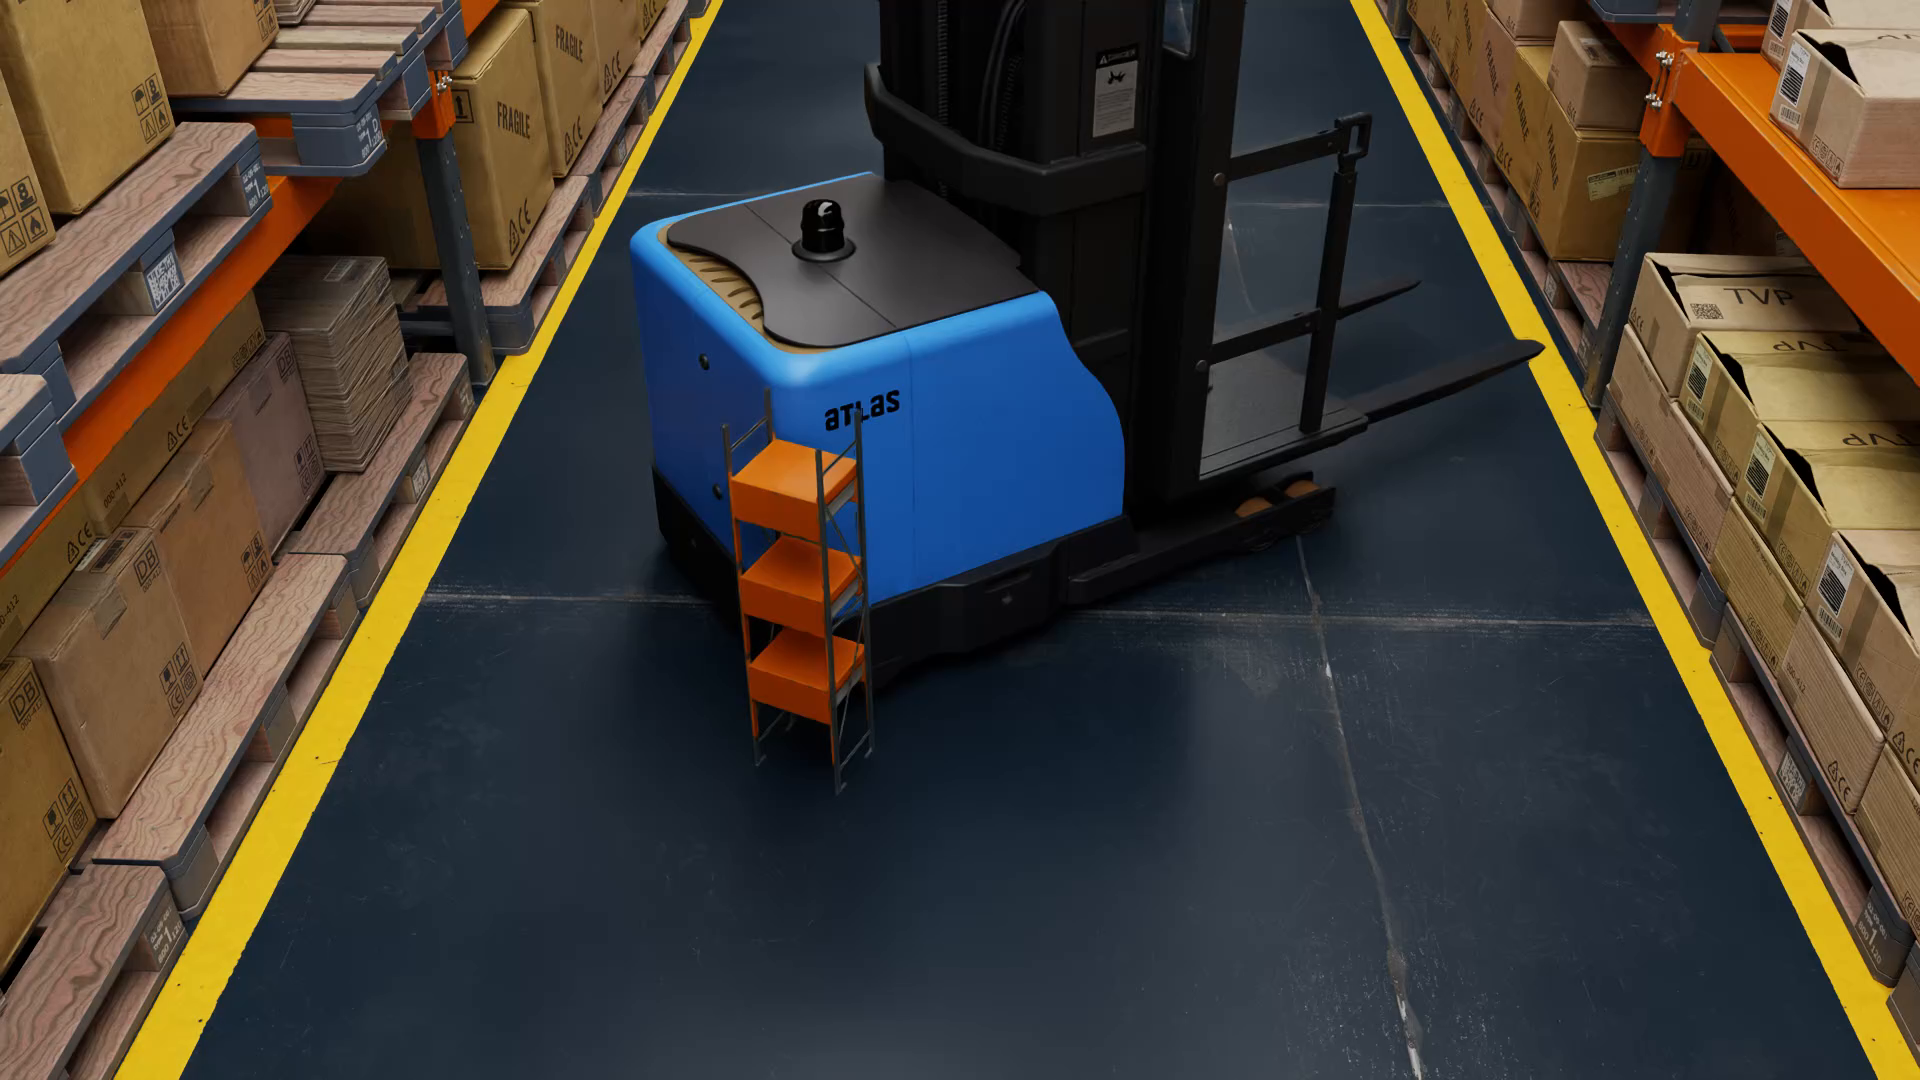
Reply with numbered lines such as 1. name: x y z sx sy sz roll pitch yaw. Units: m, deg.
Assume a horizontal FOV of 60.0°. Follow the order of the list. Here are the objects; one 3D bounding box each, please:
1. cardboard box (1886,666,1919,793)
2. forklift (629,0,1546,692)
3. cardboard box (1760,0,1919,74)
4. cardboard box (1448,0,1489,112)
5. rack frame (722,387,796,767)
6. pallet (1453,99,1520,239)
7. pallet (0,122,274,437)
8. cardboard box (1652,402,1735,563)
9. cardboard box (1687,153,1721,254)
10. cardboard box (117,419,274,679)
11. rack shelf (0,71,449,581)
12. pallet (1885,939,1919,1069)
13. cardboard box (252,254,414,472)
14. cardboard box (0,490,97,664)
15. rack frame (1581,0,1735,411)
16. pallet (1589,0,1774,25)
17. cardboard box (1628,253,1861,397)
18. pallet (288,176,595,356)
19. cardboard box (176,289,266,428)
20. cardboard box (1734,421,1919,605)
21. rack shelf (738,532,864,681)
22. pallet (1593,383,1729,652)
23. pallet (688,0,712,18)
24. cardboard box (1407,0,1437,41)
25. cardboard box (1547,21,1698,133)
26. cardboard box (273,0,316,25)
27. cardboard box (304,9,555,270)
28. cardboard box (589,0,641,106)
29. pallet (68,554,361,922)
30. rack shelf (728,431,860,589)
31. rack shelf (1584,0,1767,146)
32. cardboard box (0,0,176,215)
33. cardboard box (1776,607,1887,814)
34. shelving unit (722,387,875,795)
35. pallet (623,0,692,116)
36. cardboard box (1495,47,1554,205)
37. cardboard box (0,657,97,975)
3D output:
1. cardboard box: 2.346 0.486 3.488 0.500 0.311 0.500 1 35 2
2. forklift: 0.589 -1.404 4.698 3.031 2.935 1.130 -19 39 -25
3. cardboard box: 2.682 -1.466 4.805 0.500 0.311 0.500 3 35 5
4. cardboard box: 2.600 -2.300 7.706 0.500 0.500 0.500 2 35 2
5. rack frame: -0.495 0.119 4.167 0.008 1.050 0.200 16 38 21
6. pallet: 2.860 -1.697 7.481 1.003 0.211 1.213 1 35 2
7. pallet: -2.248 -0.606 3.671 1.003 0.211 1.213 1 35 2
8. cardboard box: 2.406 -0.175 4.916 0.500 0.250 0.500 0 35 1
9. cardboard box: 3.059 -1.424 6.459 0.500 0.500 0.500 0 35 0
10. cardboard box: -2.315 0.014 4.413 0.700 0.500 0.500 1 35 2
11. rack shelf: -2.290 -0.380 3.807 1.077 0.370 4.000 1 35 2
12. pallet: 2.570 1.304 3.211 1.003 0.211 1.213 1 35 2
13. cardboard box: -2.187 -0.565 5.237 0.700 0.500 0.500 2 35 3
14. cardboard box: -2.326 0.036 3.730 0.500 0.250 0.500 0 35 1
15. rack frame: 2.740 -1.711 5.075 1.000 3.000 0.127 1 35 2
16. pallet: 2.697 -2.023 5.687 1.213 0.211 1.003 1 35 2
17. cardboard box: 2.426 -0.693 5.166 0.500 0.311 0.500 2 35 3
18. pallet: -2.103 -1.133 6.679 1.003 0.211 1.213 1 35 2
19. cardboard box: -2.272 -0.546 4.558 0.500 0.250 0.500 2 35 3
20. cardboard box: 2.390 -0.098 4.319 0.500 0.311 0.500 0 35 1
21. rack shelf: -0.386 0.158 4.130 0.240 0.259 0.215 16 38 21
22. pallet: 2.668 -0.098 5.206 1.003 0.211 1.213 1 35 2
23. pallet: -1.940 -3.415 9.926 1.003 0.211 1.213 1 35 2
24. cardboard box: 2.638 -2.894 8.550 0.500 0.500 0.500 0 35 0
25. cardboard box: 2.541 -1.750 6.271 0.500 0.250 0.500 3 35 4
26. cardboard box: -2.219 -1.774 4.695 0.700 0.500 0.500 -3 35 -4
27. cardboard box: -2.049 -1.535 6.329 0.750 0.750 0.750 1 35 1
28. cardboard box: -1.978 -2.526 7.740 0.750 0.750 0.750 2 35 3
29. pallet: -2.294 0.466 4.403 1.003 0.211 1.213 1 35 2
30. rack shelf: -0.386 -0.074 3.966 0.240 0.259 0.215 16 38 21
31. rack shelf: 2.820 -2.565 6.917 1.077 0.370 4.000 1 35 2
32. cardboard box: -2.247 -1.057 3.676 0.700 0.500 0.500 1 35 2
33. cardboard box: 2.370 0.419 4.071 0.500 0.250 0.500 2 35 3
34. shelving unit: -0.386 0.149 4.124 0.252 1.050 0.215 16 38 21
35. pallet: -2.005 -2.535 8.674 1.003 0.211 1.213 1 35 2
36. cardboard box: 2.564 -1.708 6.863 0.500 0.500 0.500 0 35 0
37. cardboard box: -2.387 0.597 3.584 0.700 0.500 0.500 1 35 1
